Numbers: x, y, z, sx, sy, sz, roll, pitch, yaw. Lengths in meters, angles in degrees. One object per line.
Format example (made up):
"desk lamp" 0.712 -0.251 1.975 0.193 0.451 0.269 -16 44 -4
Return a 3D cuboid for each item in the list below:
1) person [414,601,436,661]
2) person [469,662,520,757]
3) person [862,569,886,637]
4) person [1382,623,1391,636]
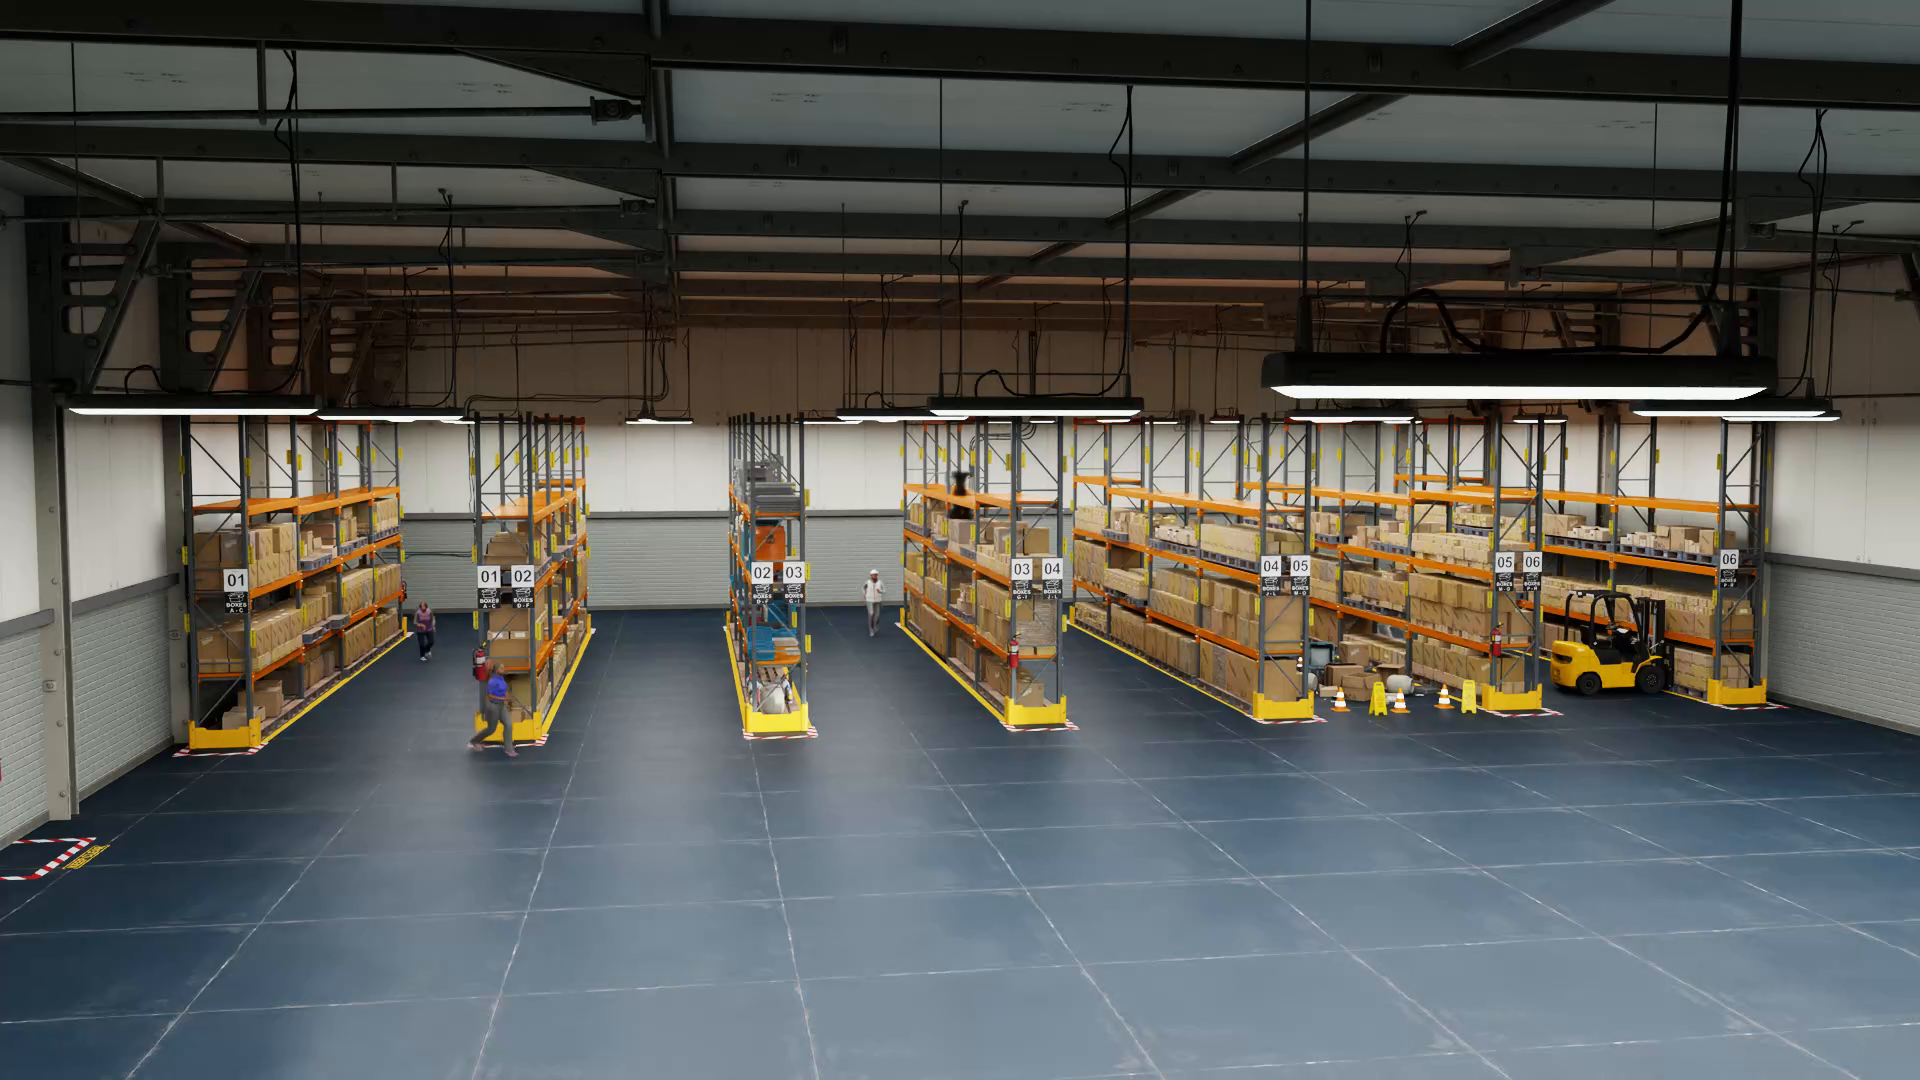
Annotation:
"person" -13.046 2.227 40.528 0.534 1.492 0.742 -2 4 -26
"person" -8.110 2.946 28.898 0.899 1.672 0.552 1 4 14
"person" -2.362 1.716 45.759 0.641 1.818 0.843 -1 4 -10
"person" 11.334 1.848 44.982 0.562 1.640 0.955 -1 4 -20
